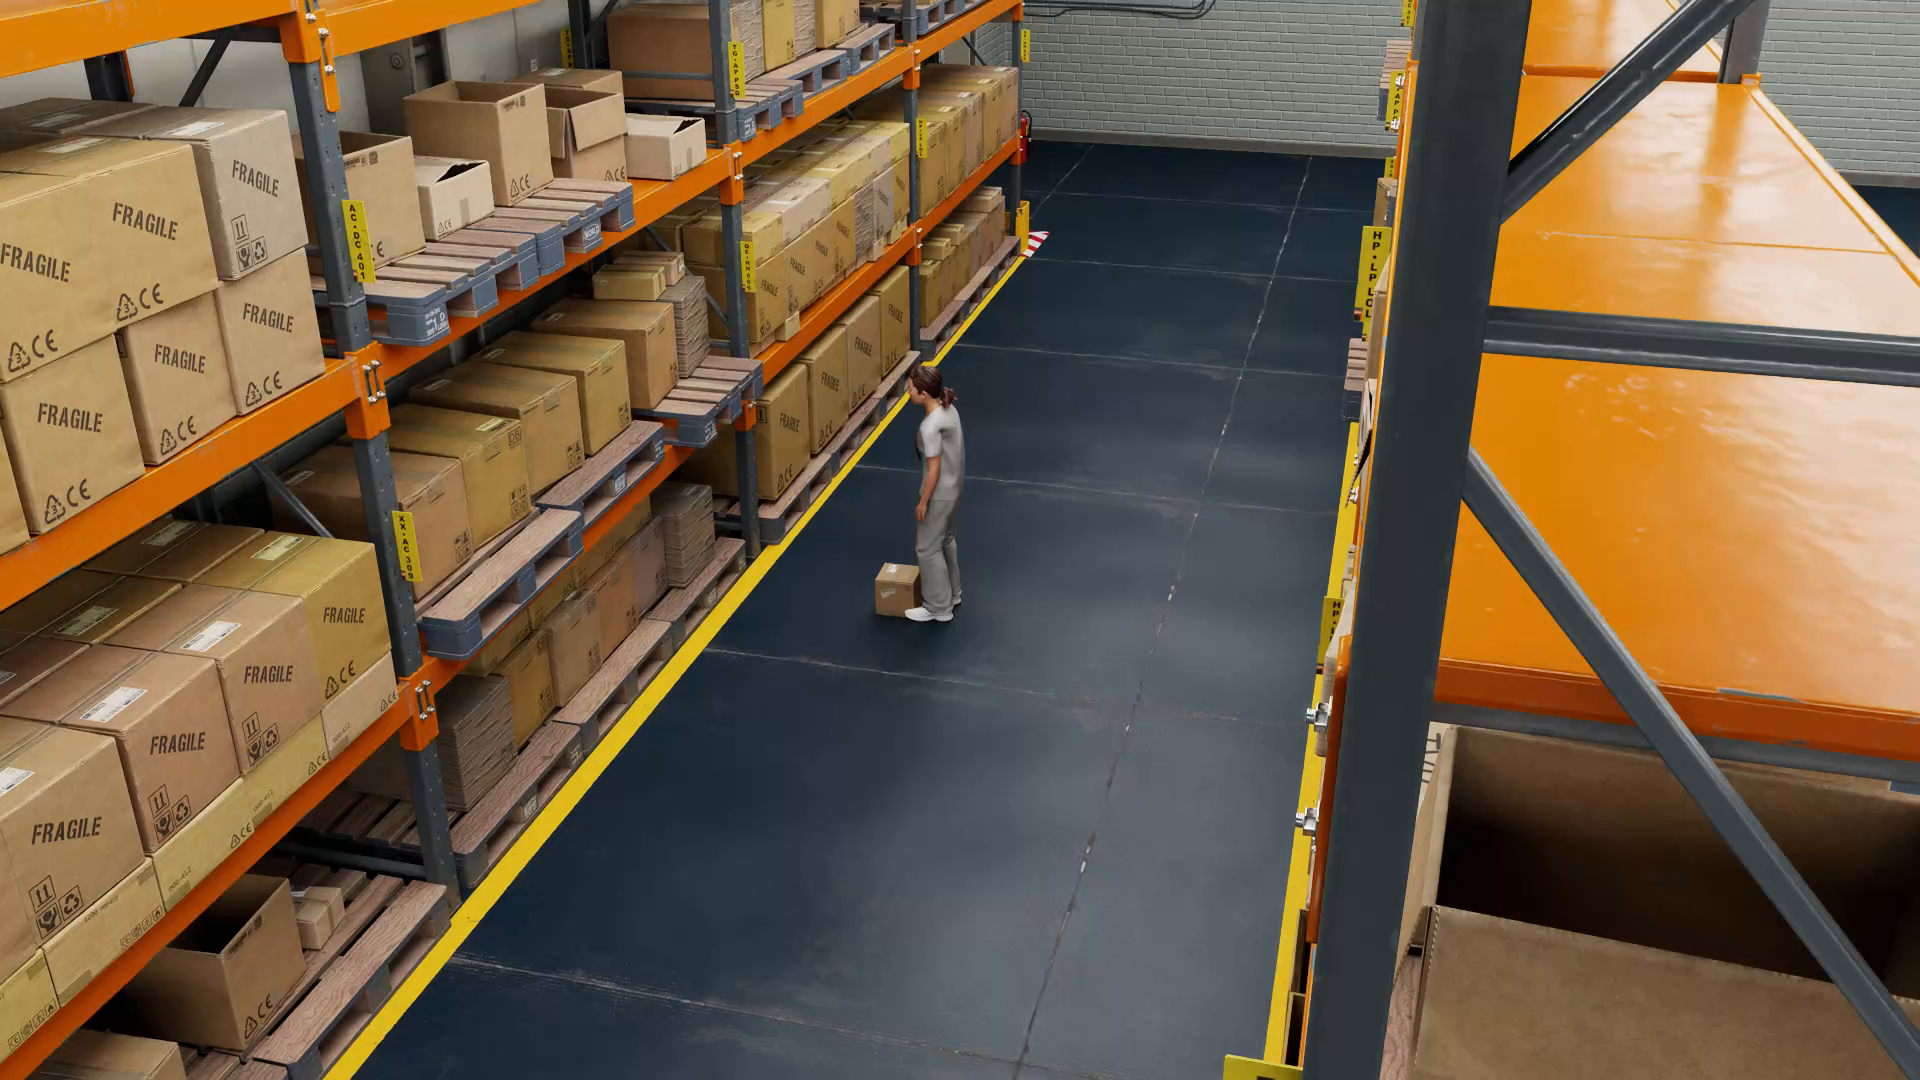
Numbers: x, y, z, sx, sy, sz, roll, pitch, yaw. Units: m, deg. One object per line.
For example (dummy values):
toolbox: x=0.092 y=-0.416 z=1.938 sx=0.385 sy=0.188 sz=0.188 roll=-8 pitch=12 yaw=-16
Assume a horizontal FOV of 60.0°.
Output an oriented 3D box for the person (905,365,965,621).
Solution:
person: x=-0.153 y=-0.297 z=10.323 sx=0.356 sy=1.673 sz=0.509 roll=5 pitch=26 yaw=11
